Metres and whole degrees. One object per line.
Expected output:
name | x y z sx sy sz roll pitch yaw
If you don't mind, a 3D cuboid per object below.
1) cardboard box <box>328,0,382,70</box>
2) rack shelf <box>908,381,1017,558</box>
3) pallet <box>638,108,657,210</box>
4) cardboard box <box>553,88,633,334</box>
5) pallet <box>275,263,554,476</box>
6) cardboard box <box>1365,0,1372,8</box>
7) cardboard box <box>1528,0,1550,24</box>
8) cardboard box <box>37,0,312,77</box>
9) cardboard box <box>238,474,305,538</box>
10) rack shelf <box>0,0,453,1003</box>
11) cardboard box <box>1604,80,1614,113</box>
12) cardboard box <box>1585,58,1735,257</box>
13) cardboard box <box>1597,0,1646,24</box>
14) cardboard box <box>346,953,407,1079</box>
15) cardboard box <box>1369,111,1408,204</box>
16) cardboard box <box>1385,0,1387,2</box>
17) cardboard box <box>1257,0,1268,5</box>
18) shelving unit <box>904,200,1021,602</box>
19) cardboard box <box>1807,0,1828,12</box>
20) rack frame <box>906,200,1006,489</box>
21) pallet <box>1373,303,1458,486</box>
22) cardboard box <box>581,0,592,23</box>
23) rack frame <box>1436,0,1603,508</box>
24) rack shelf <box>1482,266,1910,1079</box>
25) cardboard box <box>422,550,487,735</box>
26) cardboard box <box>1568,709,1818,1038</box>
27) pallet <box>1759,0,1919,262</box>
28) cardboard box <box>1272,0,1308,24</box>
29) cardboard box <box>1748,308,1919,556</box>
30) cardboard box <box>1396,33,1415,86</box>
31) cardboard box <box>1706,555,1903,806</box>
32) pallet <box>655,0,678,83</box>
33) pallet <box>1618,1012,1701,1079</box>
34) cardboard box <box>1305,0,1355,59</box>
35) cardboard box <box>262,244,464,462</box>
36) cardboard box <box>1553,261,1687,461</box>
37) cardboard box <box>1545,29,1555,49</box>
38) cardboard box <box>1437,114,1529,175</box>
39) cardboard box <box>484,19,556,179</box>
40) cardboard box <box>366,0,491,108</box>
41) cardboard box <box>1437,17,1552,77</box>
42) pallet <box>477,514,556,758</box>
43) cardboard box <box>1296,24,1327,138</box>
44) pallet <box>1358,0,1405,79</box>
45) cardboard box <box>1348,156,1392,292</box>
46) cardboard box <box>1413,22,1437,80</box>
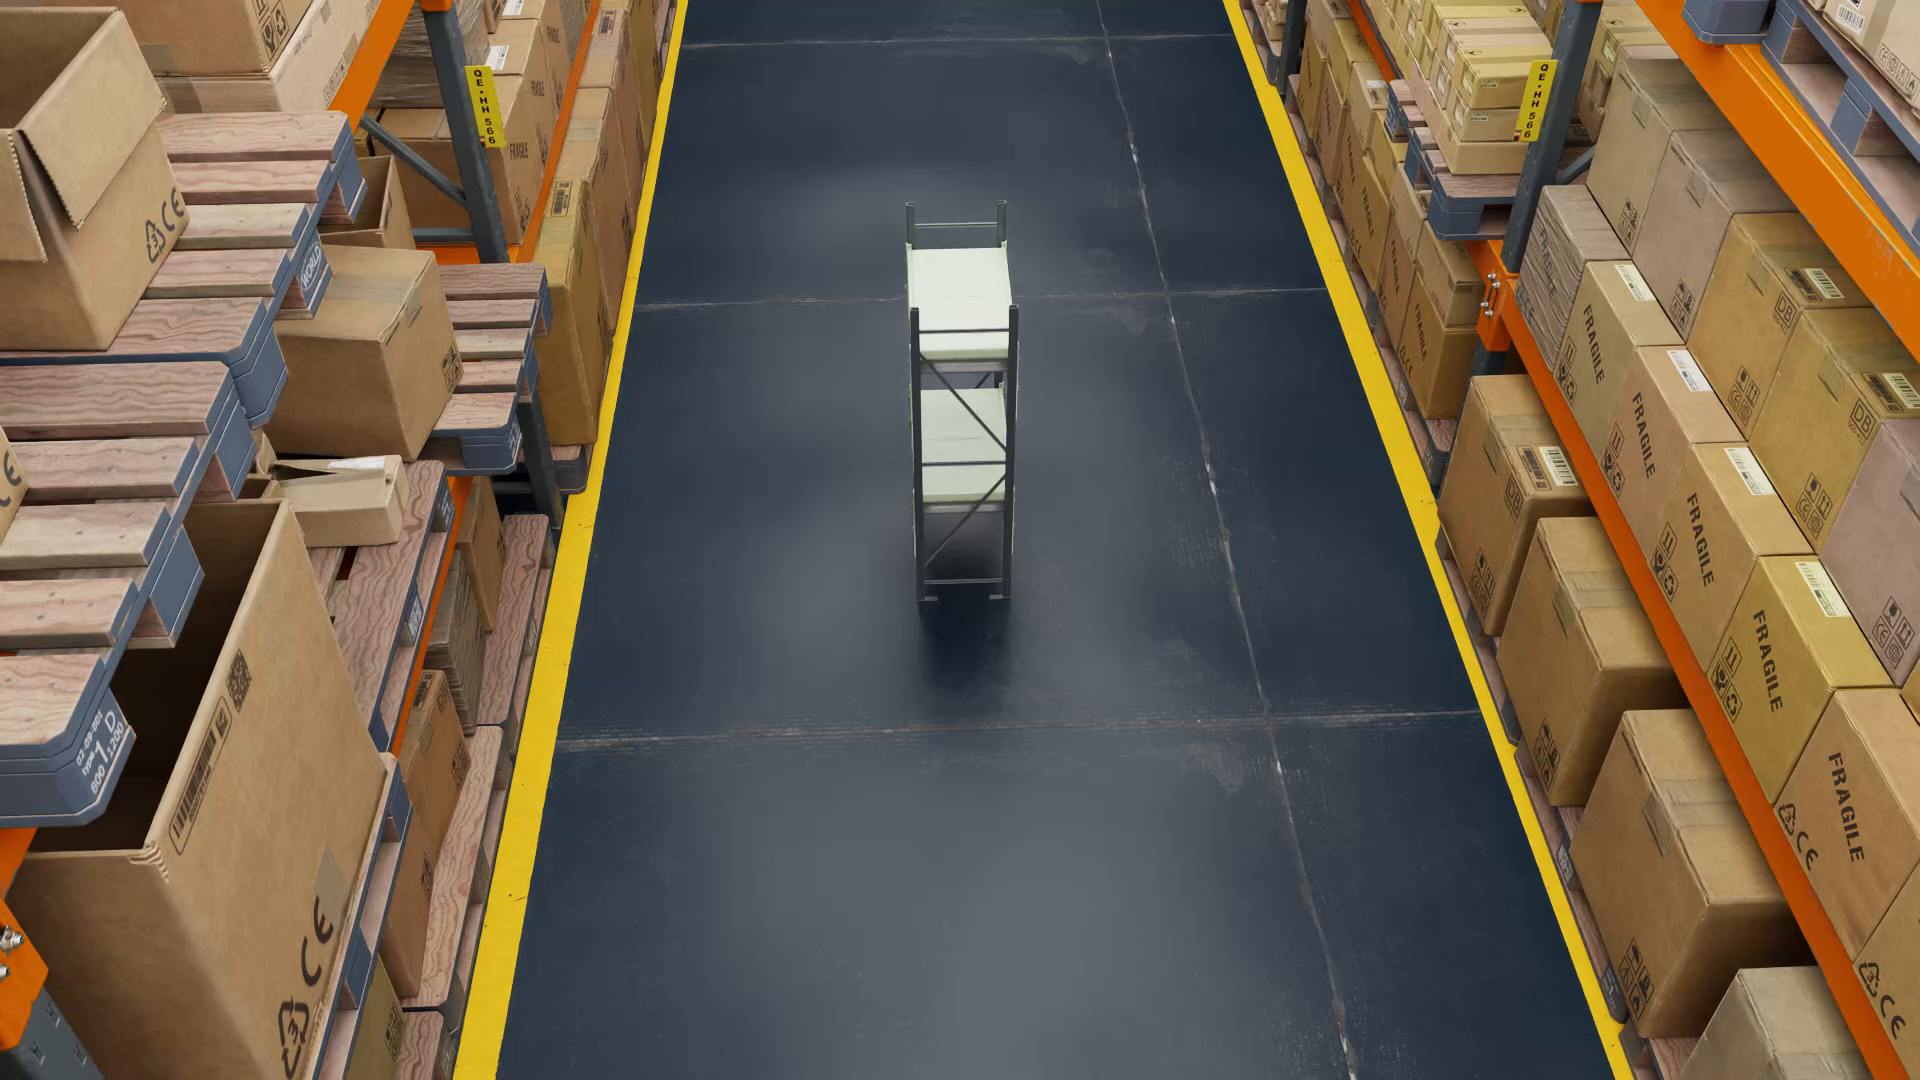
cardboard box | -1.988 -1.574 4.788 0.500 0.250 0.500 -2 43 -2
rack shelf | 0.000 -0.308 7.108 0.431 0.370 0.720 -2 43 -2
pallet | -2.350 -2.326 9.781 1.003 0.211 1.213 -2 43 -2
cardboard box | -2.327 -1.612 8.200 1.225 0.875 0.875 -2 43 -2
pallet | -2.151 -0.624 6.002 1.213 0.211 1.003 -2 43 -2
cardboard box | 2.127 -2.678 7.977 0.380 0.149 0.250 -3 43 -4
cardboard box | 2.803 -2.452 7.510 0.380 0.149 0.250 -2 43 -2
cardboard box | -1.980 -1.504 4.157 0.500 0.500 0.500 -1 43 -1
cardboard box | -2.284 0.168 4.610 0.797 0.503 0.637 2 43 3
rack shelf | -2.203 -0.663 4.215 1.077 0.370 4.000 -2 43 -2
cardboard box | 2.852 -1.750 6.744 0.380 0.149 0.250 0 43 0
cardboard box | 2.681 -1.349 5.837 0.700 0.500 0.500 -2 43 -2
cardboard box | 2.826 -2.193 7.007 0.380 0.149 0.250 -2 43 -2
cardboard box | -2.124 1.550 5.013 0.700 0.500 0.500 -2 43 -2
cardboard box | 2.342 -1.895 8.231 0.500 0.250 0.500 -1 43 -1
cardboard box | 2.139 -2.610 7.682 0.380 0.149 0.250 -1 43 -1
cardboard box | 2.142 -3.660 10.972 0.380 0.149 0.250 -3 43 -3
shelving unit | 0.000 -0.548 6.888 0.431 1.500 0.755 -2 43 -2
cardboard box | 2.504 -1.655 4.492 0.500 0.250 0.500 -1 43 -1
rack frame | -0.015 -0.795 7.158 0.400 1.500 0.023 -2 43 -2
pallet | 2.640 -0.746 8.057 1.003 0.211 1.213 -2 43 -2
cardboard box | -2.122 -2.915 8.286 0.500 0.500 0.500 -2 43 -2
rack frame | 2.672 -1.246 6.540 1.000 3.000 0.127 -2 43 -2
rack shelf | 2.757 0.369 5.310 1.077 0.370 4.000 -2 43 -2
cardboard box | -2.203 0.413 6.254 0.700 0.500 0.500 -5 43 -5
cardboard box | 2.688 1.061 5.377 1.050 0.750 0.750 -2 43 -2
pallet | 2.802 -1.095 4.294 1.003 0.211 1.213 0 43 0
cardboard box | 2.171 -3.364 10.429 0.380 0.149 0.250 -1 43 -1
cardboard box | 2.750 -0.316 4.710 0.700 0.500 0.500 -2 43 -2
cardboard box | 2.164 -2.138 7.388 0.380 0.149 0.250 -2 43 -2
cardboard box | 2.509 0.390 4.680 0.500 0.500 0.500 -1 43 -1
pallet | -2.412 -3.360 10.910 1.003 0.211 1.213 -2 43 -2
pallet | 2.733 1.963 5.102 1.003 0.211 1.213 -2 43 -2
cardboard box | 2.269 -2.950 9.383 0.500 0.250 0.500 -3 43 -4
cardboard box | -2.102 -0.627 5.479 0.700 0.500 0.500 4 43 5
cardboard box | 2.445 -0.629 5.792 0.500 0.500 0.500 -2 43 -2
cardboard box | 2.818 -2.162 7.414 0.380 0.149 0.250 0 43 0
cardboard box | 2.191 -1.629 6.832 0.380 0.149 0.250 -1 43 -1
cardboard box | -2.061 -1.893 7.171 0.500 0.500 0.500 -3 43 -3
cardboard box | -2.303 -2.073 6.625 0.797 0.503 0.637 0 43 0
cardboard box | 2.184 -2.015 6.813 0.380 0.149 0.250 -2 43 -2
pallet | -2.256 0.383 6.825 1.003 0.211 1.213 -2 43 -2
cardboard box | 2.268 -2.674 9.636 0.500 0.500 0.500 0 43 0
pallet | 2.547 -2.511 8.061 1.003 0.211 1.213 -2 43 -2
cardboard box | 2.325 -1.624 8.490 0.500 0.500 0.500 -3 43 -4
cardboard box | 2.169 -2.096 7.122 0.380 0.149 0.250 -1 43 -1
